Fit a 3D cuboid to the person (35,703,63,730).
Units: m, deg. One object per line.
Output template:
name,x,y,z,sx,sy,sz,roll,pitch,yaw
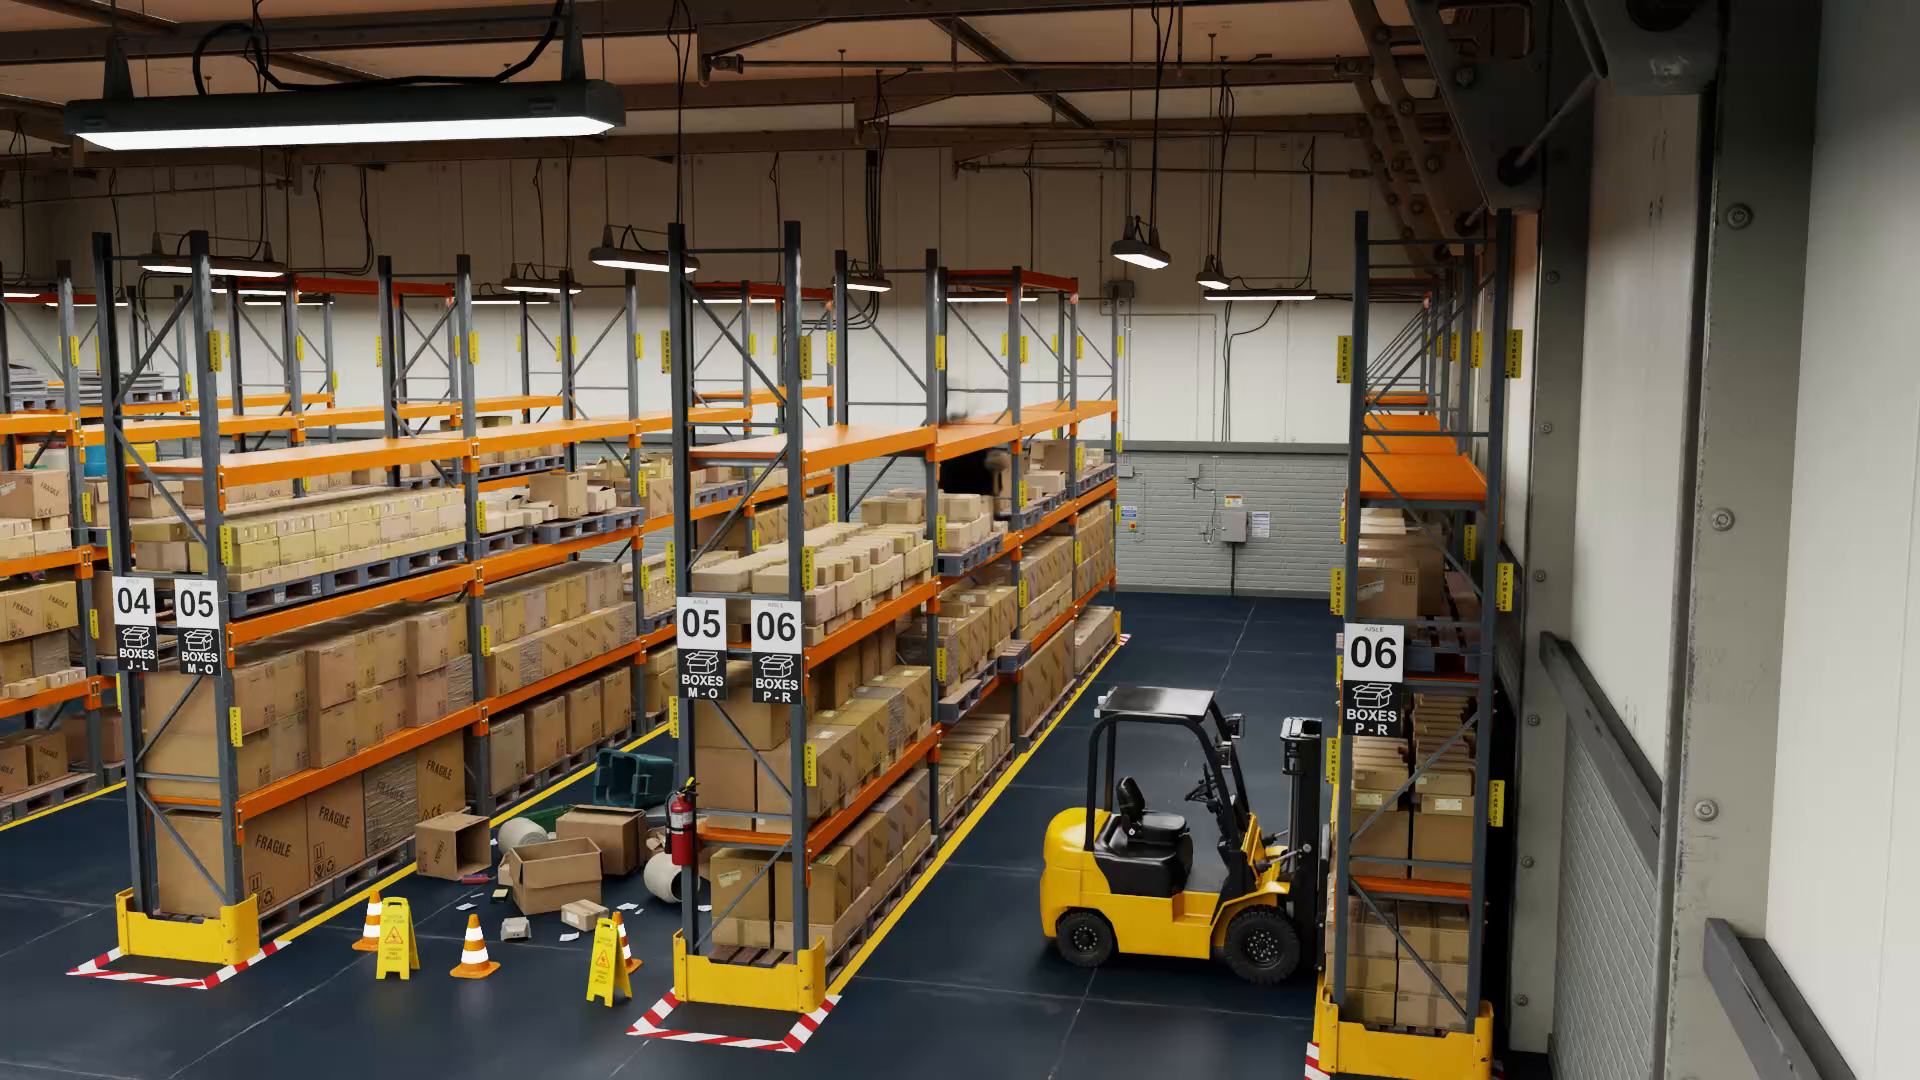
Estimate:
person,-11.920,1.720,21.575,0.593,1.722,0.816,1,7,6
